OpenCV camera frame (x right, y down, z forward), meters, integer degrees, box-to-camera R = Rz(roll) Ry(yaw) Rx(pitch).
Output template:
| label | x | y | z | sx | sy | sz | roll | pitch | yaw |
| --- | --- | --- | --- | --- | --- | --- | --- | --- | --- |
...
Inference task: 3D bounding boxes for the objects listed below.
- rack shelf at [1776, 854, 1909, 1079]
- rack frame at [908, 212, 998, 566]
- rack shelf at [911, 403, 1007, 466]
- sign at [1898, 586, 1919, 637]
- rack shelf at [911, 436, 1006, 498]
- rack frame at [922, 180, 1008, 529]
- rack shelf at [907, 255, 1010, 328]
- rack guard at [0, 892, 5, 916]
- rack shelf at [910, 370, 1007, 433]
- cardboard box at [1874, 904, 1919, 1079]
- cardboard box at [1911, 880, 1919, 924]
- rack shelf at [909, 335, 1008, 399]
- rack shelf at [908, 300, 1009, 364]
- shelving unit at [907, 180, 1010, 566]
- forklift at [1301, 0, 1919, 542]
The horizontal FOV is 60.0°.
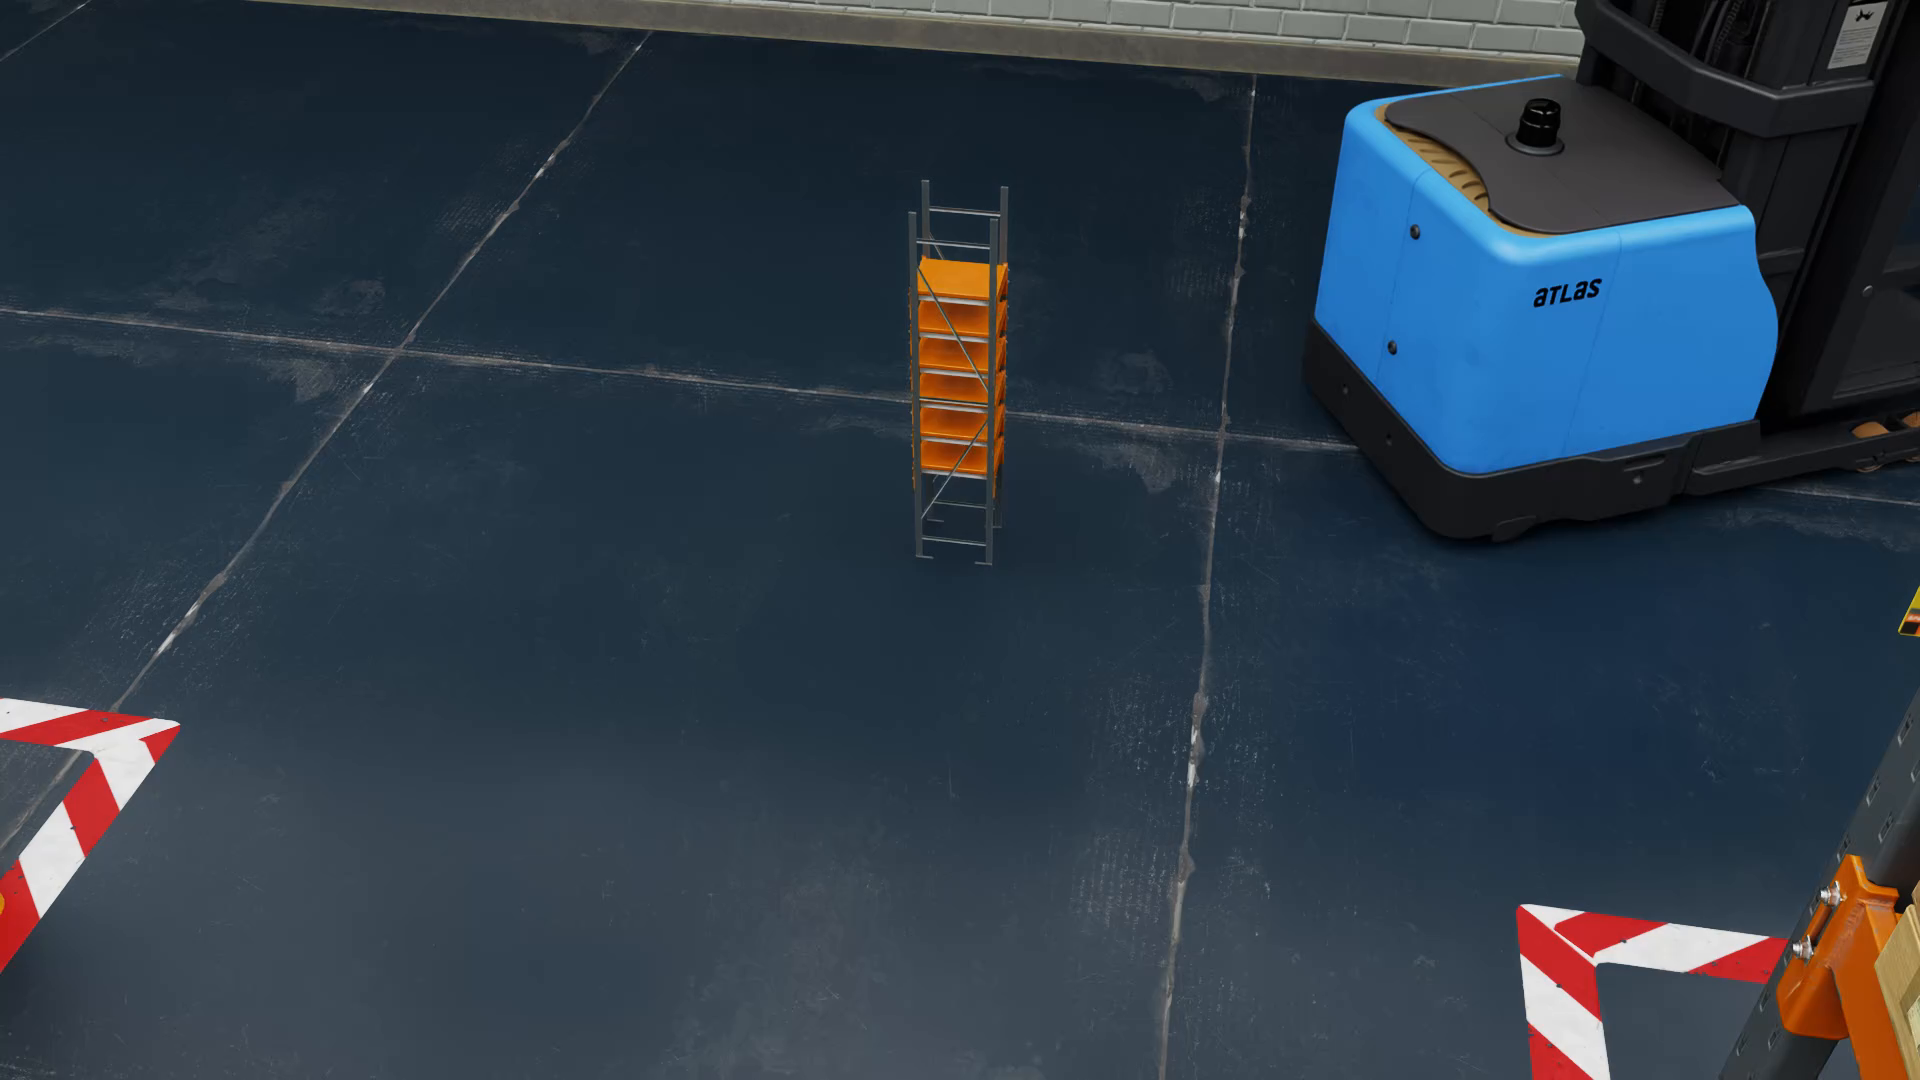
| label | x | y | z | sx | sy | sz | roll | pitch | yaw |
| --- | --- | --- | --- | --- | --- | --- | --- | --- | --- |
| rack shelf | 1.543 | 1.935 | 1.120 | 1.077 | 0.370 | 4.000 | 6 | 40 | 8 |
| rack frame | -0.018 | -0.396 | 4.787 | 0.240 | 1.200 | 0.006 | 6 | 40 | 8 |
| rack shelf | -0.002 | -0.327 | 4.961 | 0.258 | 0.103 | 0.180 | 6 | 40 | 8 |
| sign | 1.355 | 0.010 | 2.205 | 0.100 | 0.325 | 0.005 | 6 | 40 | 8 |
| rack shelf | -0.003 | -0.234 | 5.038 | 0.258 | 0.103 | 0.180 | 6 | 40 | 8 |
| rack frame | 0.013 | -0.511 | 4.926 | 0.240 | 1.200 | 0.006 | 6 | 40 | 8 |
| rack shelf | -0.002 | -0.697 | 4.656 | 0.258 | 0.103 | 0.180 | 6 | 40 | 8 |
| rack guard | -2.974 | 0.741 | 3.961 | 1.175 | 0.500 | 0.348 | 6 | 40 | 8 |
| rack shelf | -0.002 | -0.419 | 4.885 | 0.258 | 0.103 | 0.180 | 6 | 40 | 8 |
| cardboard box | 1.510 | 0.667 | 2.286 | 0.380 | 0.149 | 0.250 | 6 | 40 | 7 |
| cardboard box | 1.539 | 0.501 | 1.978 | 0.500 | 0.500 | 0.500 | 8 | 40 | 10 |
| rack shelf | -0.002 | -0.512 | 4.809 | 0.258 | 0.103 | 0.180 | 6 | 40 | 8 |
| rack shelf | -0.002 | -0.604 | 4.732 | 0.258 | 0.103 | 0.180 | 6 | 40 | 8 |
| shelving unit | -0.002 | -0.453 | 4.857 | 0.258 | 1.200 | 0.189 | 6 | 40 | 8 |
| forklift | 2.773 | -1.665 | 4.963 | 3.031 | 2.935 | 1.130 | -11 | 41 | -13 |
